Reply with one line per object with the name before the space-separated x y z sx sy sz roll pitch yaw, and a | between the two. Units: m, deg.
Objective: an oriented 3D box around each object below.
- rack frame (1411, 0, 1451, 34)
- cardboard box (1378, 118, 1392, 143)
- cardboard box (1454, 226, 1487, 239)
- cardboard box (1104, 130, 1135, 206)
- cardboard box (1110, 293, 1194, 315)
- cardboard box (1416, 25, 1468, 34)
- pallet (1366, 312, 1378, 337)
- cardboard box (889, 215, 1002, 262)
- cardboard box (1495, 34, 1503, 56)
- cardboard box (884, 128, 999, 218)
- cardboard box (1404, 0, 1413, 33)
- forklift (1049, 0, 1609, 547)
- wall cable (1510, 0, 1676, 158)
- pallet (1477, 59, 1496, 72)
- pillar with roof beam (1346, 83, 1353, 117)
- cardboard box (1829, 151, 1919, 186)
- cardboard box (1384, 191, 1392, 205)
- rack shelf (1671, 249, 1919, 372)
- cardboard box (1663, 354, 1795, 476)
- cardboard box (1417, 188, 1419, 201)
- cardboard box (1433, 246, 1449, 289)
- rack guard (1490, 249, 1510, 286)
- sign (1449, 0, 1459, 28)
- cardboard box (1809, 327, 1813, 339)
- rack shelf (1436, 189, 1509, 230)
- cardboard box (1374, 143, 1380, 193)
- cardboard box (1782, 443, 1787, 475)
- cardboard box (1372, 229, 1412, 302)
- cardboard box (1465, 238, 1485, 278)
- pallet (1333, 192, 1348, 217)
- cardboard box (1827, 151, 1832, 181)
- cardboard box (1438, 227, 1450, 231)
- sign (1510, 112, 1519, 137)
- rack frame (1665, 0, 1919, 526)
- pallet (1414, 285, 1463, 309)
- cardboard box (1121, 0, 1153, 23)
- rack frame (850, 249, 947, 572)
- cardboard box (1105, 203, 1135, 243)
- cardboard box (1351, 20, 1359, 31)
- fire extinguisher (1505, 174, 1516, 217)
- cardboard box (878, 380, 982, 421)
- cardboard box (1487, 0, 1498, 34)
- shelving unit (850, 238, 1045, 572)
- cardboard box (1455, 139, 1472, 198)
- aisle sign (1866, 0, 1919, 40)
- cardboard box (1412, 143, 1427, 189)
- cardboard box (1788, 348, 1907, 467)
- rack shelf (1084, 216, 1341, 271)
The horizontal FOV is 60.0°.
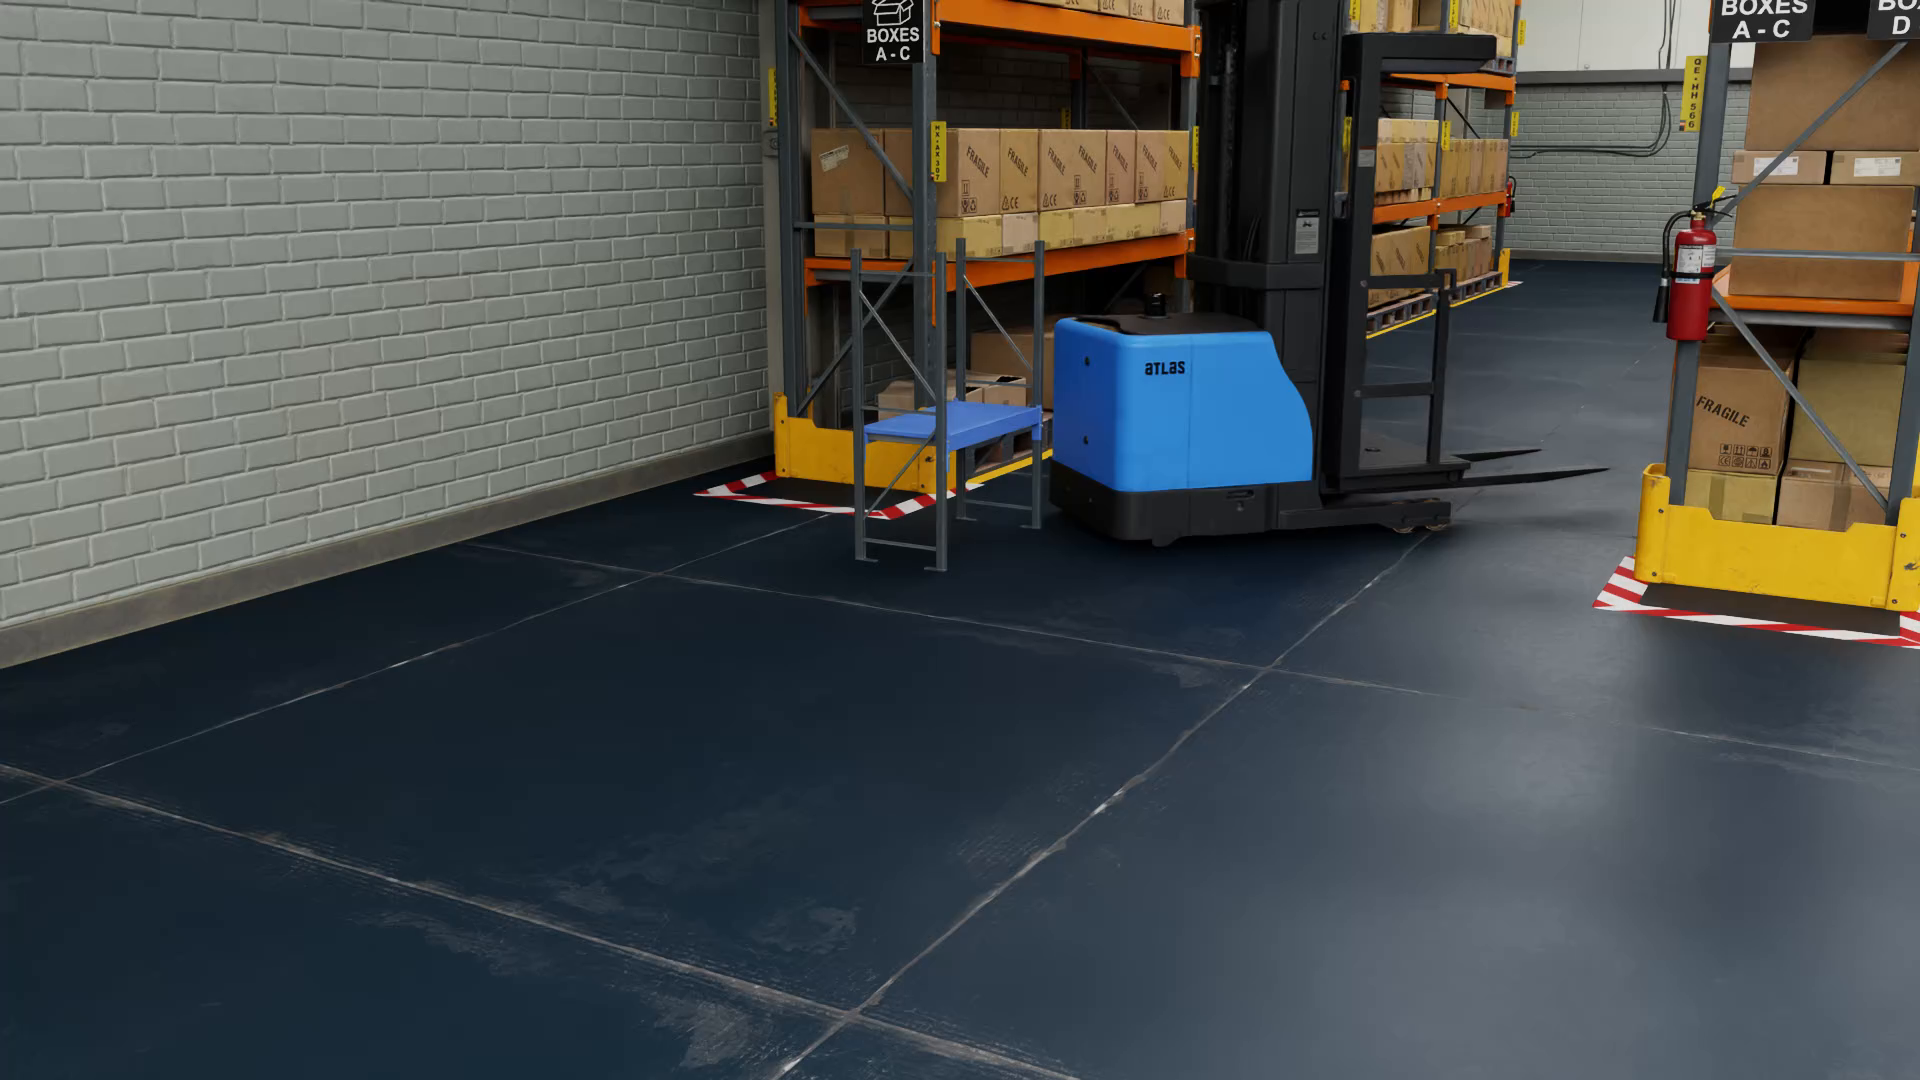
rack frame | 5.204 -7.185 19.136 1.000 3.000 0.127 7 15 28
cardboard box | 4.213 -4.293 17.449 0.500 0.250 0.500 7 15 28
cardboard box | 6.861 -4.139 22.356 0.380 0.149 0.250 8 16 30
cardboard box | 0.889 -2.591 11.560 0.500 0.500 0.500 7 15 26
cardboard box | 1.678 -1.779 13.907 0.700 0.500 0.500 8 16 30
cardboard box | 5.769 -6.019 19.909 0.500 0.250 0.500 7 15 28
pallet | 3.717 -2.246 17.398 1.003 0.211 1.213 7 15 28
cardboard box | -0.083 -1.808 9.909 0.500 0.250 0.500 7 15 26
cardboard box | 6.765 -6.440 21.657 0.500 0.250 0.500 7 15 26
cardboard box | -0.103 -2.172 9.820 0.500 0.500 0.500 7 15 28
cardboard box | 4.682 -5.821 18.727 0.700 0.500 0.500 6 15 25
forklift | 2.064 -1.571 8.795 3.031 2.935 1.130 -4 14 -17
wall cable | 10.184 -7.616 27.550 3.097 2.526 0.112 7 15 28
pallet | 6.199 -6.100 21.224 1.003 0.211 1.213 7 15 28
pillar with roof beam | 8.553 -6.939 18.115 9.100 9.000 0.400 7 15 28
cardboard box | 4.119 -1.666 7.447 0.380 0.149 0.250 7 15 28
cardboard box | 4.497 -3.746 18.165 0.380 0.149 0.250 8 16 30
rack shelf | 4.708 -1.307 9.089 1.077 0.370 4.000 7 15 28
cardboard box | 3.740 -0.622 8.084 0.500 0.500 0.500 7 15 28
cardboard box | 5.022 -3.952 19.021 0.380 0.149 0.250 8 16 30
cardboard box | 5.655 -3.399 20.671 0.700 0.500 0.500 8 16 29
rack guard | 7.149 -3.879 23.557 1.175 0.500 0.348 7 15 28
sign | 5.683 -6.072 19.144 0.100 0.325 0.005 7 15 28
cardboard box | 4.941 -1.136 10.215 0.500 0.500 0.500 7 15 28
rack shelf | 6.171 -4.329 21.626 1.077 0.370 4.000 7 15 28
cardboard box | 3.990 -3.828 17.121 0.500 0.500 0.500 8 16 30
cardboard box | 3.973 -0.361 8.602 0.500 0.250 0.500 7 15 28
cardboard box | 4.576 -3.097 18.670 0.750 0.750 0.750 8 16 30
cardboard box | 6.645 -3.821 22.419 0.700 0.500 0.500 7 15 28
pallet | 3.019 -3.196 15.801 1.213 0.211 1.003 7 15 28
cardboard box | 4.008 -1.816 8.070 0.380 0.149 0.250 7 15 27
cardboard box | 6.284 -4.079 22.108 0.380 0.149 0.250 8 16 29
sign | 7.606 -5.703 22.813 0.100 0.325 0.005 7 15 28
rack frame | 3.741 -1.246 7.302 1.000 3.000 0.127 7 15 28
pallet | 5.640 -3.060 20.777 1.003 0.211 1.213 7 15 28
cardboard box | 1.053 -3.910 11.695 0.500 0.500 0.500 6 15 23
rack frame | -0.287 -0.607 7.853 0.500 1.500 0.032 7 15 28
cardboard box | 0.895 -2.226 11.646 0.500 0.250 0.500 7 15 28
cardboard box | 3.664 -5.389 16.936 0.700 0.500 0.500 6 15 25
fire extinguisher | 7.614 -4.849 23.208 0.296 0.674 0.183 7 15 28
cardboard box | -0.184 -0.845 10.437 0.500 0.311 0.500 6 15 22
cardboard box | 6.526 -6.701 21.141 0.500 0.500 0.500 7 15 26
shelving unit | -0.041 -0.712 8.285 0.538 1.500 1.048 7 15 28
cardboard box | 5.838 -4.673 20.877 0.980 0.700 0.700 7 15 27
aisle sign | 3.977 -2.462 6.798 0.394 0.787 0.004 7 15 28
cardboard box | 4.963 -4.243 18.840 0.500 0.500 0.500 8 15 28
cardboard box | 4.435 -0.666 8.266 0.500 0.500 0.500 7 15 28
rack shelf | 2.303 -2.688 14.818 1.077 0.370 4.000 7 15 28
